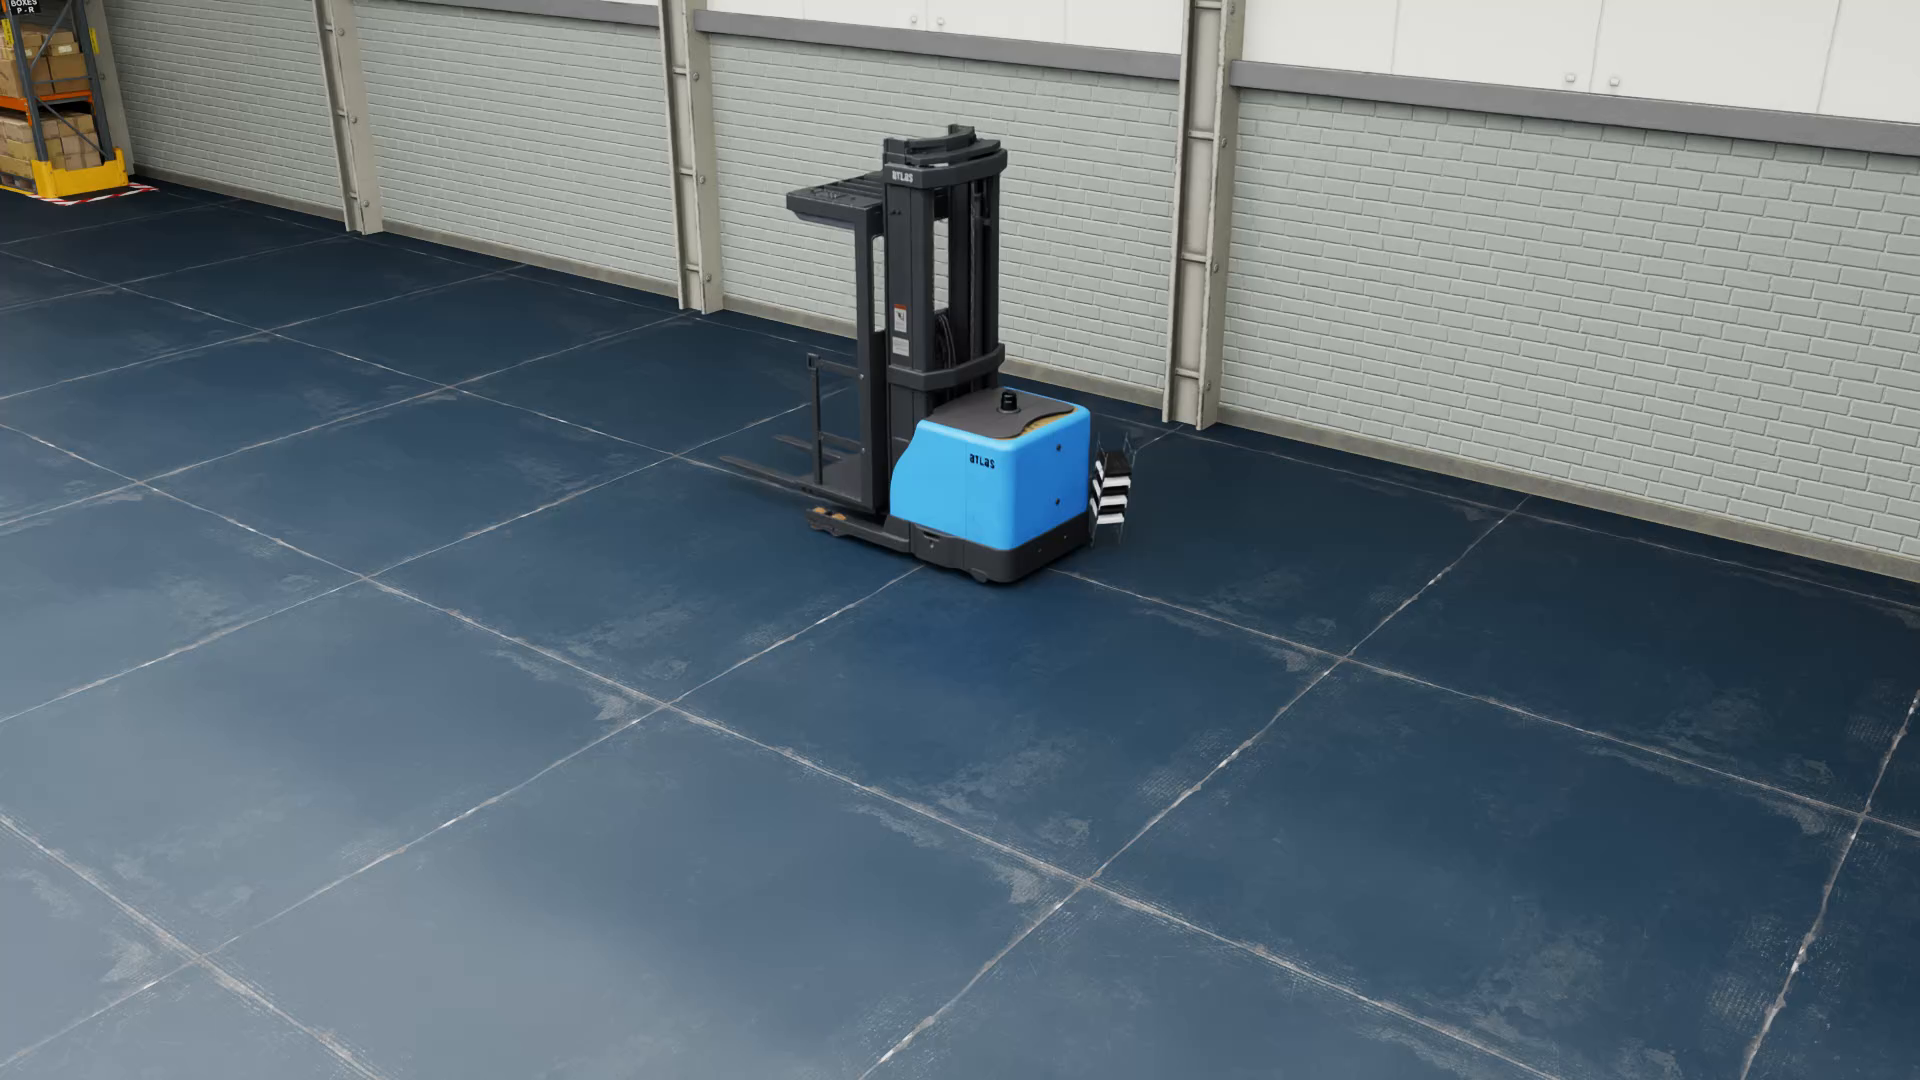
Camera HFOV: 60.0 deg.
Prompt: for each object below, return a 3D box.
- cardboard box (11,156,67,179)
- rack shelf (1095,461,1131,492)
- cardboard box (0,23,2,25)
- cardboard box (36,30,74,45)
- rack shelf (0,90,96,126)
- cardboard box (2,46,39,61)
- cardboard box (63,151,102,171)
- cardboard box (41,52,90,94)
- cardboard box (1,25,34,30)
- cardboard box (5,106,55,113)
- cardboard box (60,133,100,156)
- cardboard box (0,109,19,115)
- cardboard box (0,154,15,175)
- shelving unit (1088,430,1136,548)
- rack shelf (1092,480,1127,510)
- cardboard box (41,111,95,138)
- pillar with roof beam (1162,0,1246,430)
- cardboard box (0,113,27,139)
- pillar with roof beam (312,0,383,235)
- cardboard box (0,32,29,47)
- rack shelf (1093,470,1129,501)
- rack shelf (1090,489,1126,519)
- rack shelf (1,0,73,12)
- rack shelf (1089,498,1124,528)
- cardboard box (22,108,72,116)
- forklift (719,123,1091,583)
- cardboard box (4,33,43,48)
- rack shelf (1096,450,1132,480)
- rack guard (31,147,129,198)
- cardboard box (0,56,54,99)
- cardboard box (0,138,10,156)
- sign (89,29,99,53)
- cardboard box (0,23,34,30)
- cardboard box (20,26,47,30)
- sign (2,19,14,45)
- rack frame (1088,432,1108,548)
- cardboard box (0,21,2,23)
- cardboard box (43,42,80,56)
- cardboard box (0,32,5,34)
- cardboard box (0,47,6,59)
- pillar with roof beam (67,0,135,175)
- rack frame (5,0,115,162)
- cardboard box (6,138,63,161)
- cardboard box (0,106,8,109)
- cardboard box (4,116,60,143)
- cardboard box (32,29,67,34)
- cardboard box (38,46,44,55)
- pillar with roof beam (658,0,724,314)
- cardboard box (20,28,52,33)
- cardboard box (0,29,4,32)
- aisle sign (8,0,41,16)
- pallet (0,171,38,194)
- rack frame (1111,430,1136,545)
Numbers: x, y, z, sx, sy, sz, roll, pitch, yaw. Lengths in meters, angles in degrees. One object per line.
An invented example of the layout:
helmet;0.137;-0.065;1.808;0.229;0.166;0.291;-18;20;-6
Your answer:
cardboard box;-12.929;-5.258;23.353;0.500;0.250;0.500;17;29;34
rack shelf;1.078;-0.462;11.788;0.200;0.077;0.258;-5;45;-10
cardboard box;-13.725;-7.325;23.857;0.250;0.149;0.380;17;29;34
cardboard box;-12.505;-6.941;22.987;0.250;0.149;0.380;16;28;32
rack shelf;-13.964;-6.467;24.100;4.000;0.370;1.077;17;29;33
cardboard box;-12.809;-6.649;22.691;0.250;0.149;0.380;17;29;34
cardboard box;-12.640;-5.428;23.739;0.500;0.250;0.500;17;29;34
cardboard box;-12.594;-6.568;23.312;0.500;0.500;0.500;18;29;35
cardboard box;-13.328;-7.195;23.563;0.250;0.149;0.380;18;29;35
cardboard box;-13.431;-6.125;24.081;0.500;0.250;0.500;17;29;33
cardboard box;-12.616;-5.656;23.636;0.500;0.250;0.500;17;29;34
cardboard box;-13.741;-5.955;23.695;0.500;0.250;0.500;17;29;34
cardboard box;-13.322;-5.382;23.633;0.500;0.250;0.500;17;29;33
shelving unit;1.069;-0.357;11.890;0.210;0.900;0.258;-5;45;-10
rack shelf;1.066;-0.333;11.913;0.200;0.077;0.258;-5;45;-10
cardboard box;-12.635;-5.881;23.528;0.500;0.250;0.500;16;29;33
pillar with roof beam;-0.559;-3.775;9.658;0.400;9.000;9.100;17;29;33
cardboard box;-13.332;-5.836;23.425;0.500;0.250;0.500;17;29;34
pillar with roof beam;-10.161;-6.677;16.244;0.400;9.000;9.100;17;29;33
cardboard box;-12.993;-6.860;22.801;0.250;0.149;0.380;17;29;33
rack shelf;1.072;-0.398;11.851;0.200;0.077;0.258;-5;45;-10
rack shelf;1.061;-0.268;11.976;0.200;0.077;0.258;-5;45;-10
rack shelf;-13.964;-7.840;23.495;4.000;0.370;1.077;17;29;33
rack shelf;1.055;-0.204;12.038;0.200;0.077;0.258;-5;45;-10
cardboard box;-13.037;-6.001;23.799;0.500;0.250;0.500;17;29;33
forklift;-0.530;-1.513;12.050;3.031;2.935;1.130;18;29;35
cardboard box;-12.777;-6.810;22.688;0.250;0.149;0.380;17;29;33
rack shelf;1.083;-0.527;11.726;0.200;0.077;0.258;-5;45;-10
rack guard;-12.345;-5.163;23.348;0.348;0.500;1.175;17;29;33
cardboard box;-12.915;-6.393;22.915;0.500;0.500;0.500;16;28;32
cardboard box;-13.336;-5.617;23.547;0.500;0.250;0.500;16;29;33
sign;-12.026;-6.923;23.070;0.005;0.325;0.100;17;29;33
cardboard box;-13.479;-7.291;23.779;0.250;0.149;0.380;16;28;32
cardboard box;-13.103;-7.140;23.436;0.250;0.149;0.380;17;29;34
sign;-12.700;-6.779;22.186;0.005;0.325;0.100;17;29;33
rack frame;0.969;-0.348;11.872;0.006;0.900;0.240;-5;45;-10
cardboard box;-13.939;-7.388;23.999;0.250;0.149;0.380;18;29;35
cardboard box;-12.480;-6.821;23.082;0.250;0.149;0.380;16;28;32
cardboard box;-13.219;-6.914;22.925;0.250;0.149;0.380;18;29;34
cardboard box;-13.032;-6.701;22.810;0.250;0.149;0.380;17;29;34
pillar with roof beam;-14.962;-8.128;19.537;0.400;9.000;9.100;17;29;33
rack frame;-12.364;-6.313;22.857;0.127;3.000;1.000;17;29;33
cardboard box;-12.941;-5.492;23.264;0.500;0.250;0.500;16;29;33
cardboard box;-13.837;-6.252;24.368;0.500;0.250;0.500;16;28;32
cardboard box;-12.919;-5.715;23.149;0.500;0.250;0.500;18;29;35
cardboard box;-12.680;-7.026;23.179;0.250;0.149;0.380;18;29;35
cardboard box;-12.715;-6.860;23.171;0.250;0.149;0.380;17;29;33
pillar with roof beam;-5.360;-5.226;12.951;0.400;9.000;9.100;17;29;33
cardboard box;-12.913;-7.075;23.290;0.250;0.149;0.380;17;29;34
cardboard box;-13.373;-6.998;23.116;0.250;0.149;0.380;17;29;34
aisle sign;-12.488;-7.392;22.082;0.004;0.787;0.394;17;29;33
pallet;-13.001;-5.208;23.808;1.213;0.211;1.003;17;29;33
rack frame;1.168;-0.366;11.908;0.006;0.900;0.240;-5;45;-10
